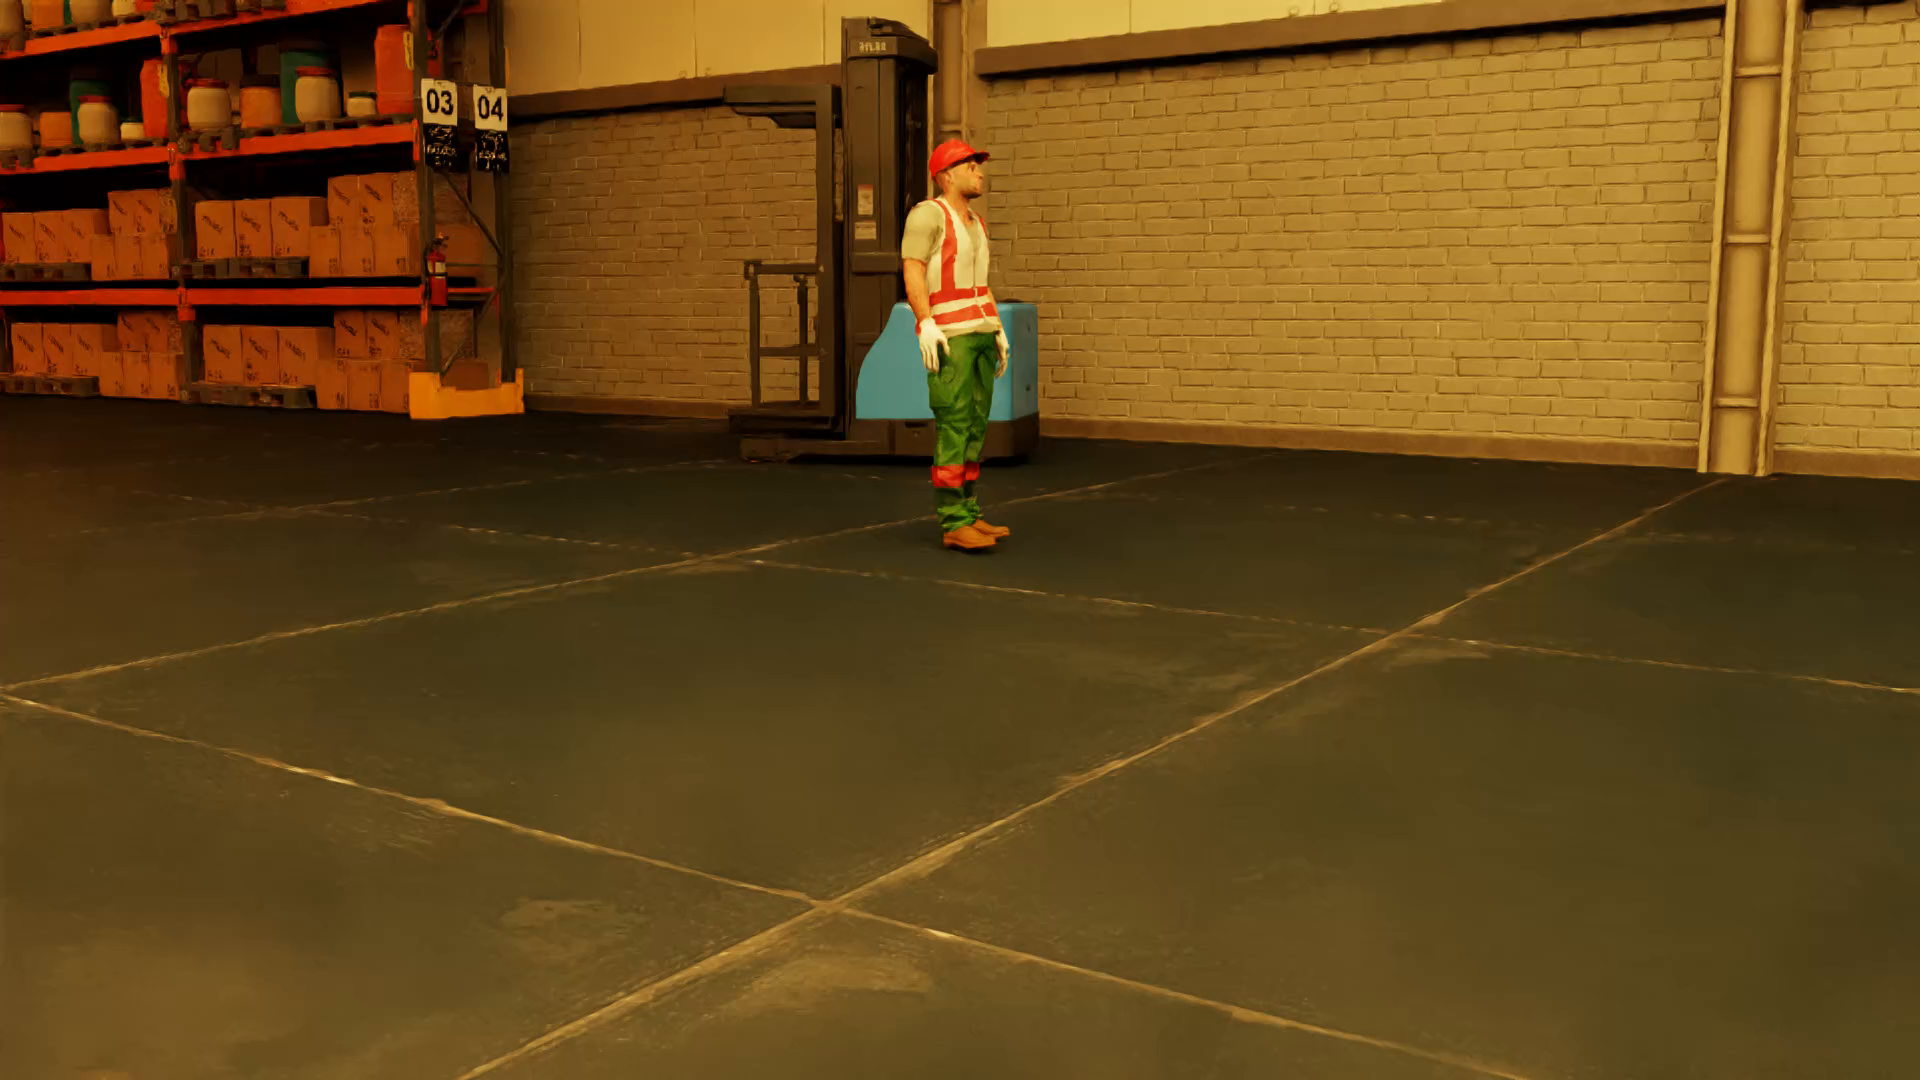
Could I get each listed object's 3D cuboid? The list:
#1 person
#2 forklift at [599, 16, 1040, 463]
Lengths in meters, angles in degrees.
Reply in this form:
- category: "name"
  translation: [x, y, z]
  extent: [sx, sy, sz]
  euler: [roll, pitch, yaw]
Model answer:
- category: "person"
  translation: [0.061, -0.883, 7.424]
  extent: [0.563, 1.783, 0.637]
  euler: [5, 10, 34]
- category: "forklift"
  translation: [-1.010, -2.043, 11.559]
  extent: [3.031, 2.935, 1.130]
  euler: [2, 8, 14]
